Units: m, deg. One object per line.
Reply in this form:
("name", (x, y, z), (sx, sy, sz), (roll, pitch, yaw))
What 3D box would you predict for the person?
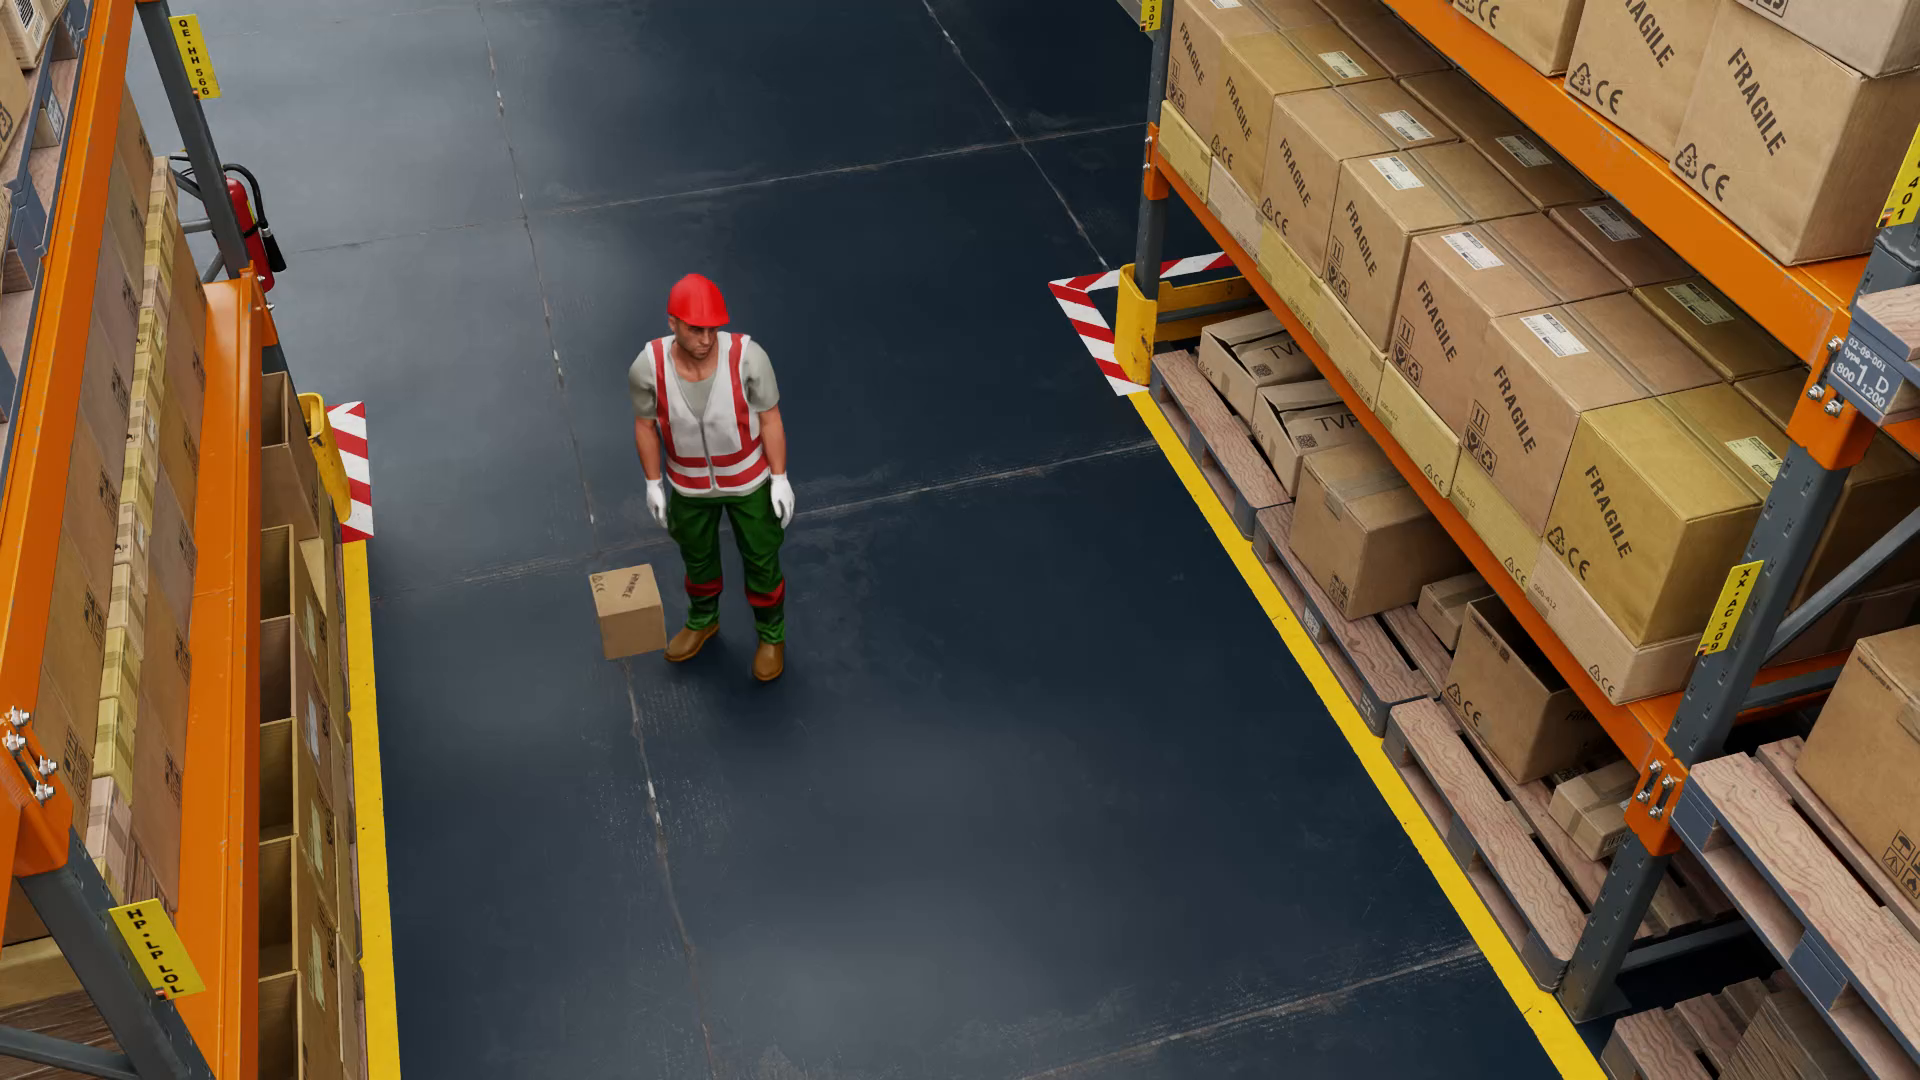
("person", (-0.925, -0.202, 6.321), (0.597, 1.796, 0.434), (0, 42, 0))
